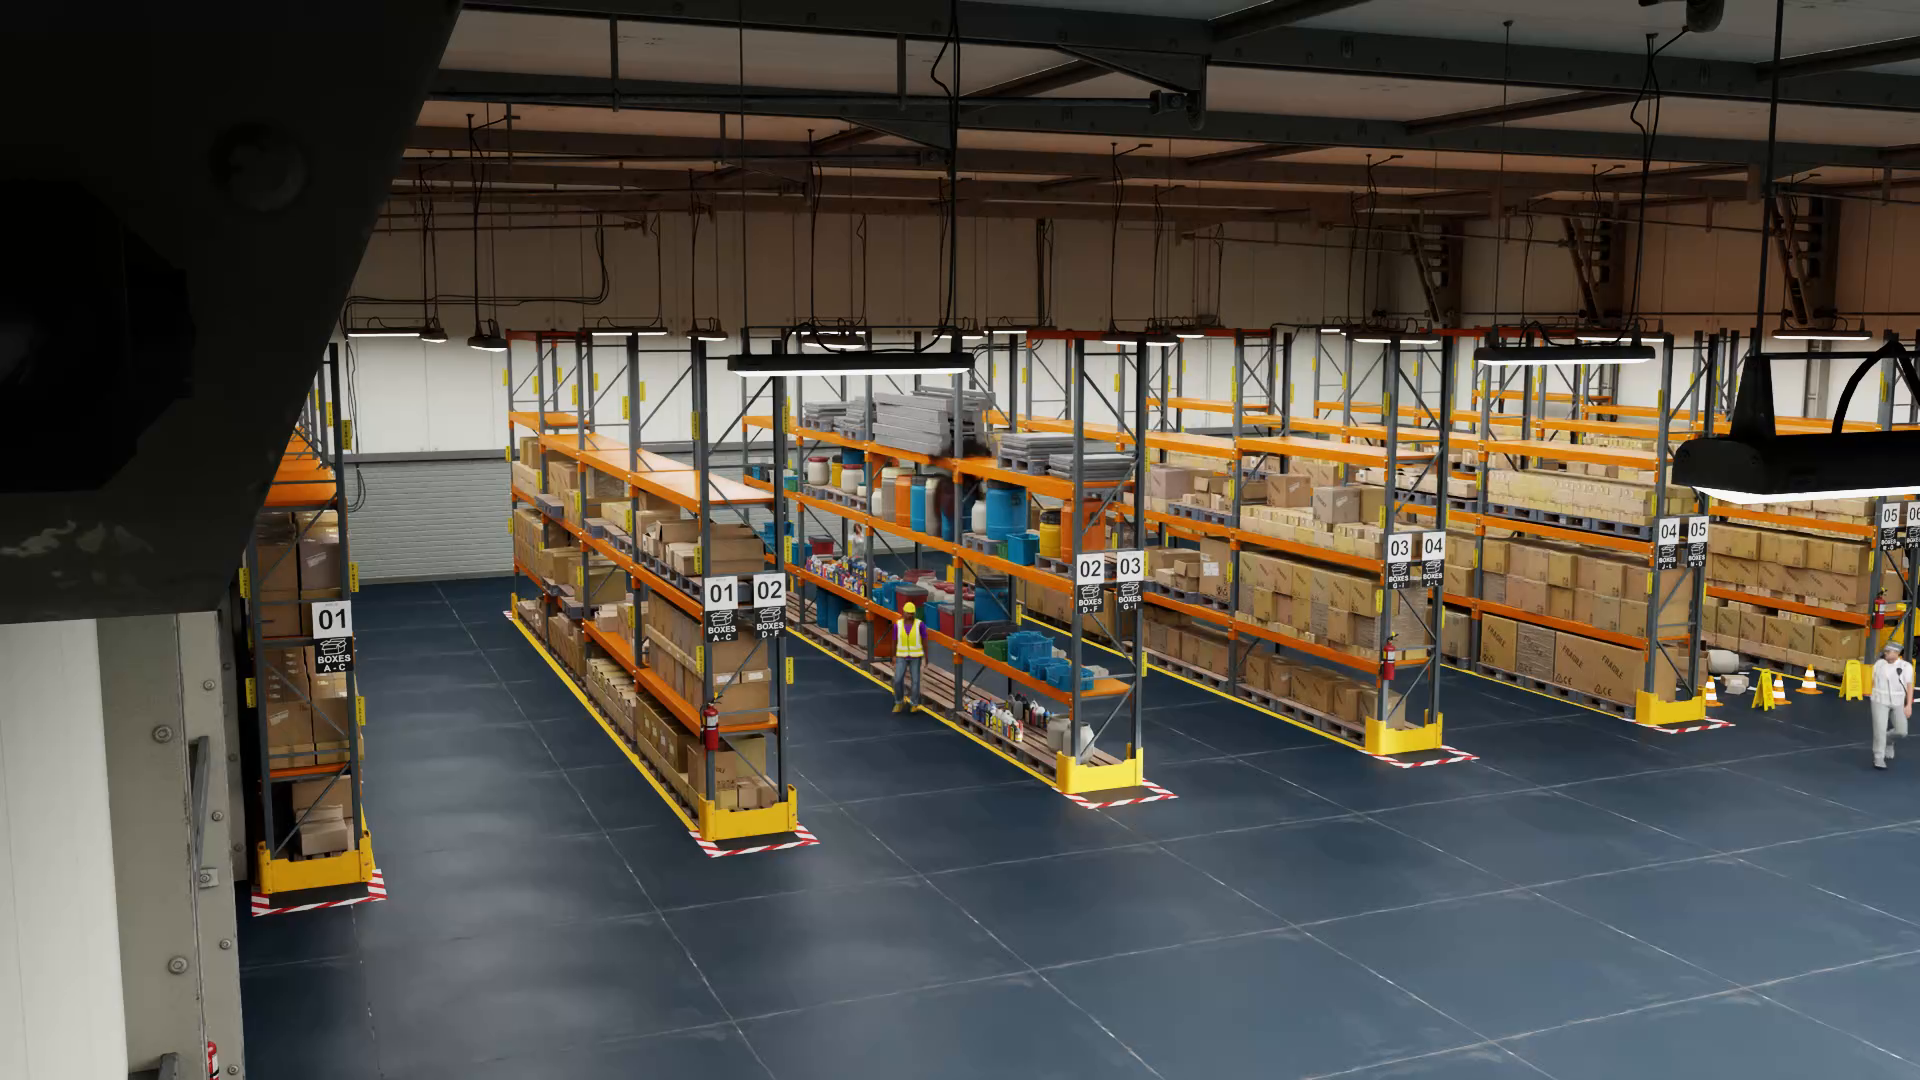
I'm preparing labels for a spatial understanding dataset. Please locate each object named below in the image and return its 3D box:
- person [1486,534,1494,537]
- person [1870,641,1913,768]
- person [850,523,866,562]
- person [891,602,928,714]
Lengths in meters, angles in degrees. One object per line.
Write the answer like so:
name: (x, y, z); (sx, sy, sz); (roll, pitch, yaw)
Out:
person: (10.970, 0.751, 34.619); (0.489, 1.784, 0.603); (0, 8, -1)
person: (13.046, 2.274, 23.347); (0.502, 1.765, 0.646); (2, 8, 12)
person: (-2.311, 0.407, 37.876); (0.529, 1.601, 0.456); (6, 10, 37)
person: (-0.796, 1.869, 26.392); (0.596, 1.777, 0.394); (0, 8, 2)
